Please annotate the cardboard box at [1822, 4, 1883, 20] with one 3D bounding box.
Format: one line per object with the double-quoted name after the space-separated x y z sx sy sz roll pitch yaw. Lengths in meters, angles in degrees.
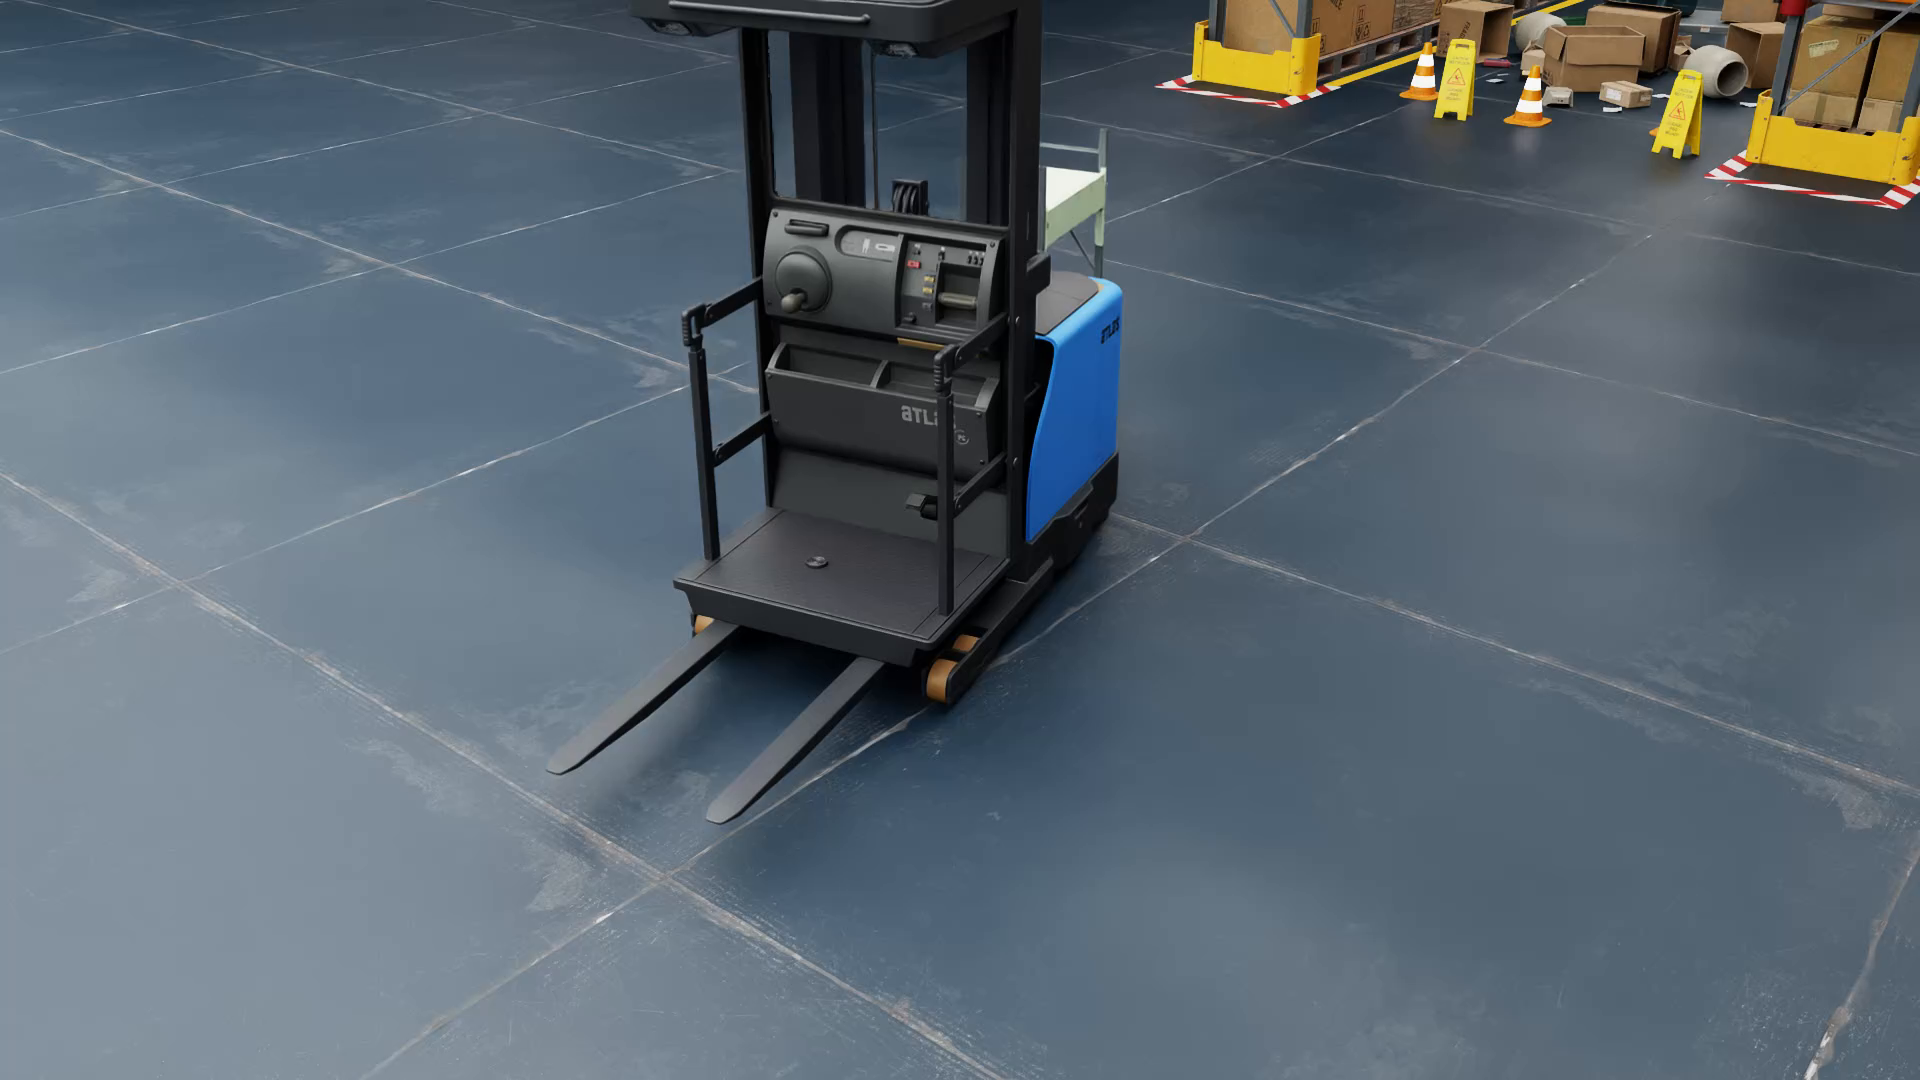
7.103 -4.248 13.210 0.380 0.149 0.250 22 35 36 "cardboard box"

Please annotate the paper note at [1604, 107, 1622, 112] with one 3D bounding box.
5.679 -3.750 14.465 0.148 0.019 0.142 9 29 17 "paper note"

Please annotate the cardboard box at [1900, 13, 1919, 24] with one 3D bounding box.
7.684 -3.850 13.148 0.500 0.500 0.500 19 33 33 "cardboard box"

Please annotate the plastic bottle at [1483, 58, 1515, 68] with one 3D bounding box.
5.227 -4.621 16.116 0.283 0.061 0.133 9 29 17 "plastic bottle"

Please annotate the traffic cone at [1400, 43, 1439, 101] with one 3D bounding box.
4.163 -4.209 14.882 0.336 0.463 0.334 21 34 34 "traffic cone"

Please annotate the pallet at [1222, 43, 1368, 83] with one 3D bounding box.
3.178 -4.630 15.971 1.003 0.211 1.213 21 34 34 "pallet"

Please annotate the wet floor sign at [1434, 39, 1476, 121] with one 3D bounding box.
4.239 -3.928 14.140 0.267 0.644 0.232 15 31 26 "wet floor sign"

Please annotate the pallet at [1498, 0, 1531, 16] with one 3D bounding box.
5.706 -6.038 18.691 1.003 0.211 1.213 21 34 34 "pallet"

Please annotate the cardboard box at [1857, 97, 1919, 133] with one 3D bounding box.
7.340 -3.322 12.942 0.500 0.250 0.500 20 34 34 "cardboard box"

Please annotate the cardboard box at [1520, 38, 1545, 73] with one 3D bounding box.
5.602 -4.619 15.889 0.258 0.266 0.396 -21 34 -35 "cardboard box"

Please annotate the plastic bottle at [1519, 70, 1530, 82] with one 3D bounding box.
5.333 -4.364 15.618 0.133 0.061 0.283 9 29 17 "plastic bottle"

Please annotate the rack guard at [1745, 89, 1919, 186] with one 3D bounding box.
6.662 -3.068 12.637 1.175 0.500 0.348 21 34 34 "rack guard"

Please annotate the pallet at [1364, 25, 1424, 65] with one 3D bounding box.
3.954 -5.061 16.803 1.003 0.211 1.213 21 34 34 "pallet"

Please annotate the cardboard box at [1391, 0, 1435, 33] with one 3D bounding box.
4.249 -5.700 16.859 0.875 0.875 0.875 21 34 35 "cardboard box"

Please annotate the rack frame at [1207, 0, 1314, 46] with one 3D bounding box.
2.729 -5.562 14.738 1.000 3.000 0.127 21 34 34 "rack frame"

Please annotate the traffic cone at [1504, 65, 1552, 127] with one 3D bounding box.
4.819 -3.758 14.011 0.336 0.463 0.334 21 34 34 "traffic cone"

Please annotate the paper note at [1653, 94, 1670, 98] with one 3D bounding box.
6.335 -4.002 14.965 0.142 0.019 0.148 -15 31 -27 "paper note"

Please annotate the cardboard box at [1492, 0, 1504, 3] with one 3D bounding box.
5.599 -6.414 18.376 1.050 0.750 0.750 21 34 34 "cardboard box"

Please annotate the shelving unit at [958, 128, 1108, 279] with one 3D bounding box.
0.339 -1.104 7.751 0.431 1.500 0.755 12 30 22 "shelving unit"

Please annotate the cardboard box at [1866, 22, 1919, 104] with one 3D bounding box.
7.354 -3.664 12.787 0.500 0.500 0.500 19 33 33 "cardboard box"

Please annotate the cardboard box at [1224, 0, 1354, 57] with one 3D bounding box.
3.110 -5.065 15.632 0.875 0.875 0.875 21 34 35 "cardboard box"

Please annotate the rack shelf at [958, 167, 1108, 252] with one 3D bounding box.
0.339 -1.450 7.572 0.431 0.370 0.720 12 30 22 "rack shelf"

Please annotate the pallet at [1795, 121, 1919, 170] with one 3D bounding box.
7.206 -3.218 13.240 1.003 0.211 1.213 21 34 34 "pallet"

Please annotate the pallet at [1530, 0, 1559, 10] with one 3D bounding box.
6.482 -6.472 19.531 1.003 0.211 1.213 21 34 34 "pallet"

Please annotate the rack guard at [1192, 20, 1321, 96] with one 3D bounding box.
2.714 -4.444 15.296 1.175 0.500 0.348 21 34 34 "rack guard"

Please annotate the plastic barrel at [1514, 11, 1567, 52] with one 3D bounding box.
5.736 -4.986 16.427 0.421 0.421 0.512 -5 28 -9 "plastic barrel"

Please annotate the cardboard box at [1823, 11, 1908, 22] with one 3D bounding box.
7.251 -3.996 13.430 0.500 0.500 0.500 22 35 36 "cardboard box"

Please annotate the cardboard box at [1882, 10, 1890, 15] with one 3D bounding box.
7.266 -4.336 13.381 0.380 0.149 0.250 21 34 35 "cardboard box"

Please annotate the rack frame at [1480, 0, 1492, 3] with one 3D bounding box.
5.274 -6.981 17.479 1.000 3.000 0.127 21 34 34 "rack frame"

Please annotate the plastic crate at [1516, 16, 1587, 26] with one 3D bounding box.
6.174 -5.313 17.253 0.662 0.188 0.450 -10 19 -18 "plastic crate"

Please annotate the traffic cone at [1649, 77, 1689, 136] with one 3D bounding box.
5.891 -3.554 13.617 0.336 0.463 0.334 21 34 34 "traffic cone"

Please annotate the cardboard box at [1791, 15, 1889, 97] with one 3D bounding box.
6.922 -3.810 13.070 0.500 0.500 0.500 21 34 35 "cardboard box"

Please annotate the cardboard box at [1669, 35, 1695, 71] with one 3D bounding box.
6.983 -4.694 16.034 0.258 0.266 0.396 0 27 0 "cardboard box"

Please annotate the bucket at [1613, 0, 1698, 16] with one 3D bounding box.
6.966 -5.480 16.486 0.620 0.611 0.726 -5 26 -32 "bucket"

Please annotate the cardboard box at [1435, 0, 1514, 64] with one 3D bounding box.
5.078 -5.021 16.409 0.500 0.500 0.500 -21 34 -35 "cardboard box"

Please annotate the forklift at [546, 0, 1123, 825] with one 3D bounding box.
-0.384 -0.929 5.856 1.130 2.935 3.031 12 30 22 "forklift"

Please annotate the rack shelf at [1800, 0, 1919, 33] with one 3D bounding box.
7.885 -4.541 13.547 1.077 0.370 4.000 21 34 34 "rack shelf"

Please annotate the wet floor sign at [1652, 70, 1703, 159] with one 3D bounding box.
5.667 -3.351 13.026 0.232 0.644 0.267 -15 31 -27 "wet floor sign"

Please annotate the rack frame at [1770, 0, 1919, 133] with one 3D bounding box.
6.613 -4.152 12.011 1.000 3.000 0.127 21 34 34 "rack frame"

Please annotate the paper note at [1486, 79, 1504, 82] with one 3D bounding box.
5.010 -4.288 15.507 0.142 0.017 0.144 -15 31 -27 "paper note"

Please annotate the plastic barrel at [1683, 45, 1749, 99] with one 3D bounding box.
6.759 -4.182 14.873 0.421 0.421 0.512 -5 28 -9 "plastic barrel"

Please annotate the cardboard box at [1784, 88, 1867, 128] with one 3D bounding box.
6.935 -3.491 13.268 0.500 0.250 0.500 21 34 34 "cardboard box"

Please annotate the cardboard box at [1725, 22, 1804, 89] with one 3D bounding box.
7.426 -4.478 15.360 0.500 0.500 0.500 -5 28 -9 "cardboard box"

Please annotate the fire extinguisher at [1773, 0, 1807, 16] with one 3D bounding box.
6.185 -4.211 12.210 0.296 0.674 0.183 21 34 34 "fire extinguisher"

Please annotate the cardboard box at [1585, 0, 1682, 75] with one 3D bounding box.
6.365 -4.800 15.833 0.797 0.637 0.503 21 34 34 "cardboard box"

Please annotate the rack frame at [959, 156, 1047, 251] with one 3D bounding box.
0.182 -0.952 7.457 0.400 1.500 0.023 12 30 22 "rack frame"

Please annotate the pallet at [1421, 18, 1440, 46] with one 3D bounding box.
4.730 -5.495 17.643 1.003 0.211 1.213 21 34 34 "pallet"

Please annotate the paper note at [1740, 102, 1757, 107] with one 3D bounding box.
6.953 -3.842 14.643 0.142 0.019 0.148 9 29 17 "paper note"

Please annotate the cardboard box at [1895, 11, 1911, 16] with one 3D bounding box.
7.577 -4.173 13.771 0.500 0.500 0.500 20 33 33 "cardboard box"

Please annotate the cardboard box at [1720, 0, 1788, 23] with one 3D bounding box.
7.765 -5.305 16.137 0.500 0.500 0.500 21 34 34 "cardboard box"

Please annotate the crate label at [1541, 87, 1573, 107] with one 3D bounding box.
5.271 -3.910 14.660 0.250 0.136 0.298 4 28 8 "crate label"

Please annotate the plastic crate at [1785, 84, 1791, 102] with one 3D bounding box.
7.526 -3.956 14.810 0.402 0.080 0.583 9 29 17 "plastic crate"

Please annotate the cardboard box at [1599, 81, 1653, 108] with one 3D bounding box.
5.888 -3.940 14.705 0.250 0.149 0.380 -10 29 -18 "cardboard box"

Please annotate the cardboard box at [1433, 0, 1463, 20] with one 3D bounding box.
4.820 -6.021 17.479 0.875 0.875 0.875 21 34 35 "cardboard box"

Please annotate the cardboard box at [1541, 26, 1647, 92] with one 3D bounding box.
5.777 -4.405 15.218 0.797 0.503 0.637 0 27 0 "cardboard box"

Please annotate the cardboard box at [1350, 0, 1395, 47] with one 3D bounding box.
3.668 -5.378 16.236 0.875 0.875 0.875 20 34 34 "cardboard box"

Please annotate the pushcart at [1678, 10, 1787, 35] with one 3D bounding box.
7.366 -5.054 16.608 1.648 0.377 0.936 9 29 17 "pushcart"

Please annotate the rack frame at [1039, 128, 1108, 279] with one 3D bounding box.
0.495 -1.256 8.045 0.400 1.500 0.023 12 30 22 "rack frame"
